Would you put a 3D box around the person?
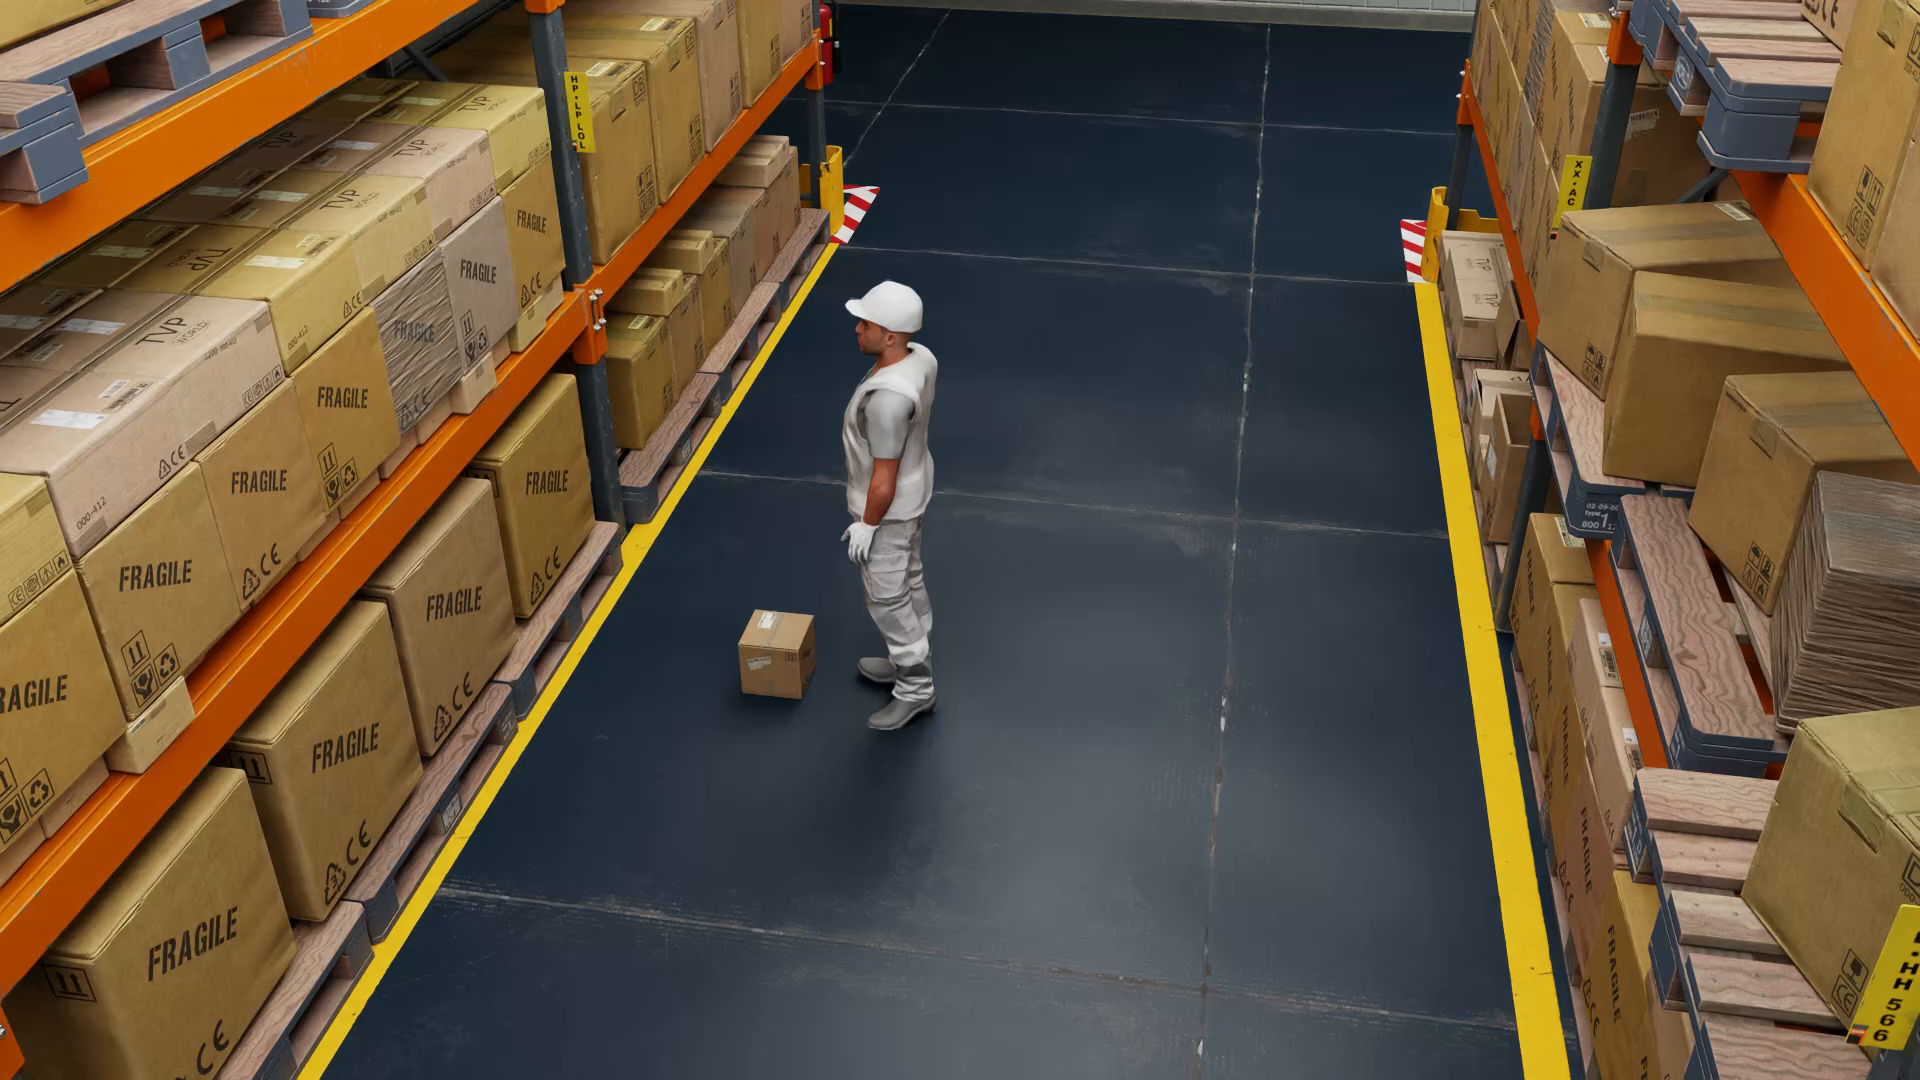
[{"bbox_3d":[-0.265,-0.125,6.328,0.358,1.815,0.531,6,33,10],"label":"person"}]
